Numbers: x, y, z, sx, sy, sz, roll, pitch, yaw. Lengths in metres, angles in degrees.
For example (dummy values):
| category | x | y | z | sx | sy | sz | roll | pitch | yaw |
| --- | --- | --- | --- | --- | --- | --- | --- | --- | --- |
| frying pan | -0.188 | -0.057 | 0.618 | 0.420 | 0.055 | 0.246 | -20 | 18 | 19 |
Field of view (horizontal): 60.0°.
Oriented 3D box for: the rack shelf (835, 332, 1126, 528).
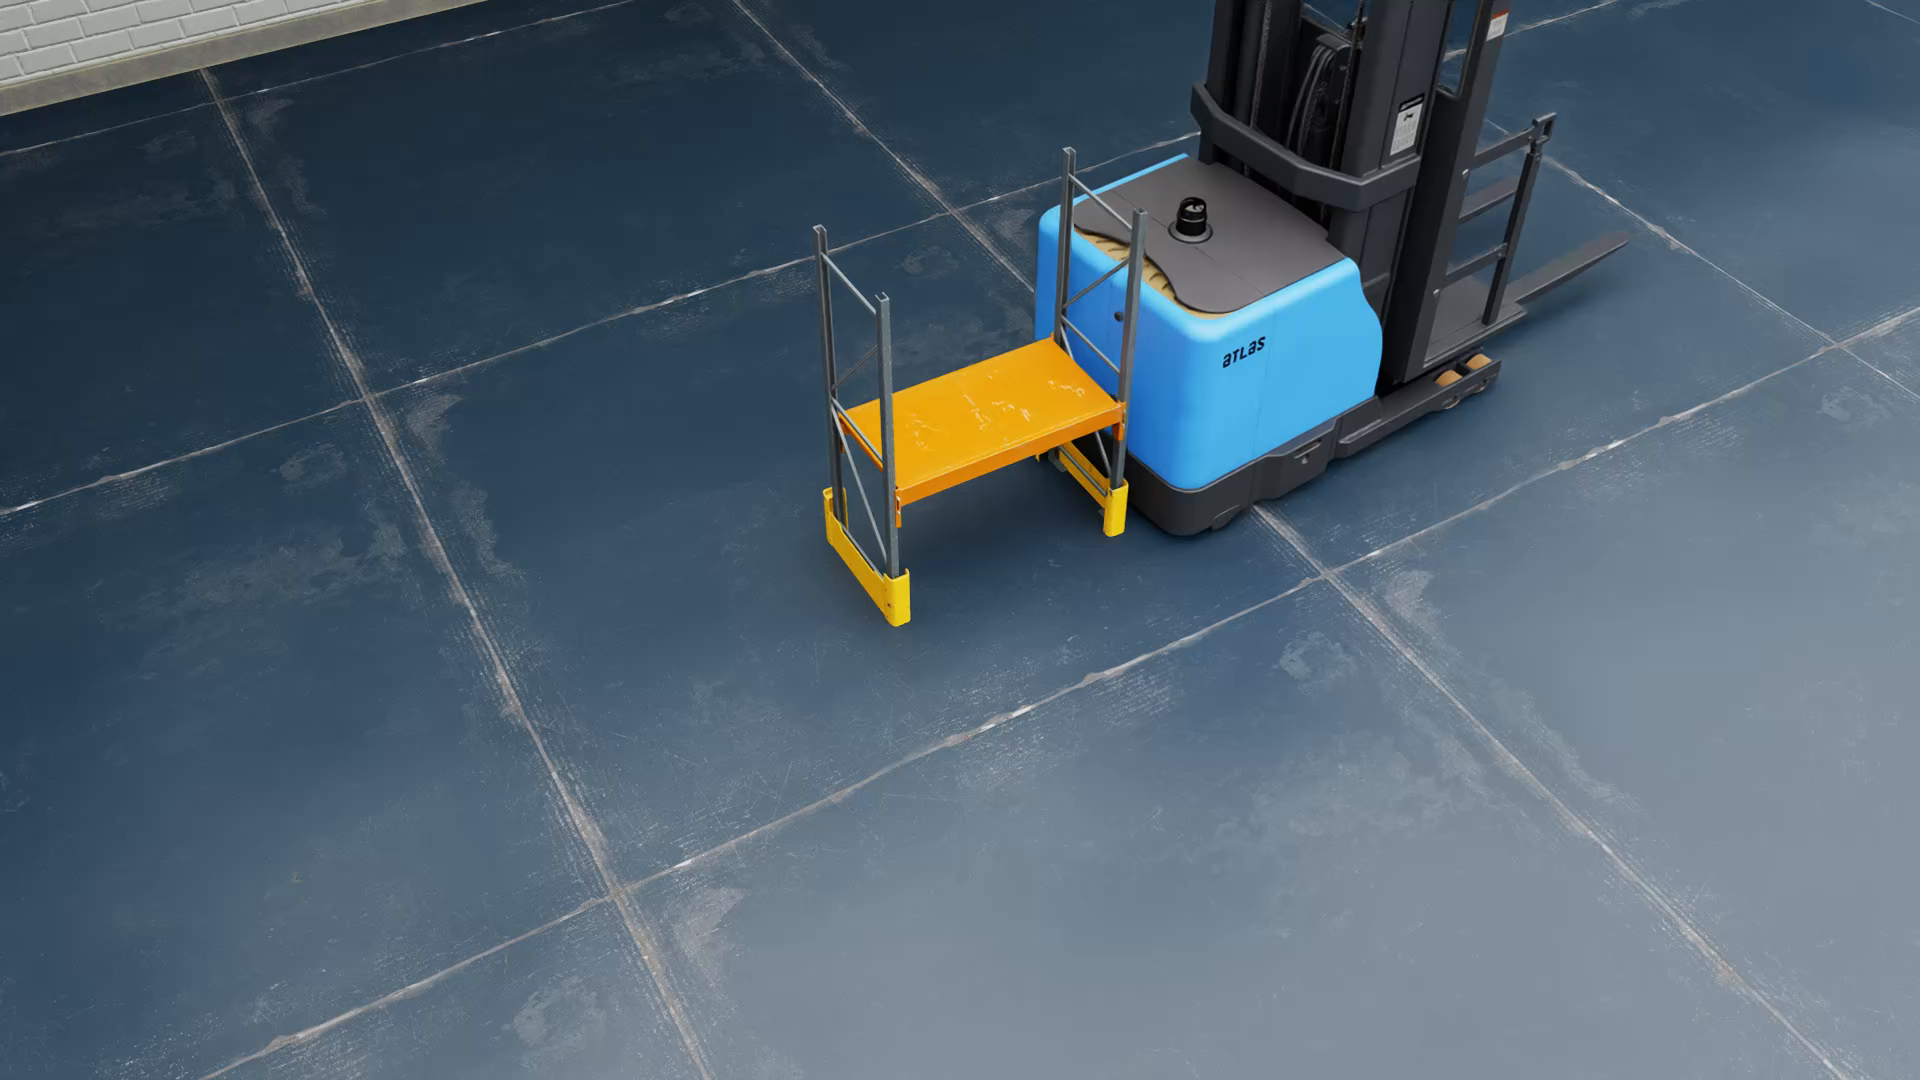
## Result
| category | x | y | z | sx | sy | sz | roll | pitch | yaw |
| --- | --- | --- | --- | --- | --- | --- | --- | --- | --- |
| rack shelf | 0.073 | -0.438 | 6.383 | 1.000 | 0.185 | 0.538 | -22 | 48 | -21 |

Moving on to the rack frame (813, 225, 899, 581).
| category | x | y | z | sx | sy | sz | roll | pitch | yaw |
| --- | --- | --- | --- | --- | --- | --- | --- | --- | --- |
| rack frame | -0.368 | -0.390 | 6.075 | 0.032 | 1.500 | 0.500 | -22 | 48 | -21 |

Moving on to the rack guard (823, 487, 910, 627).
| category | x | y | z | sx | sy | sz | roll | pitch | yaw |
| --- | --- | --- | --- | --- | --- | --- | --- | --- | --- |
| rack guard | -0.367 | 0.058 | 6.511 | 0.087 | 0.250 | 0.587 | -22 | 48 | -21 |

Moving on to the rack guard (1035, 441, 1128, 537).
| category | x | y | z | sx | sy | sz | roll | pitch | yaw |
| --- | --- | --- | --- | --- | --- | --- | --- | --- | --- |
| rack guard | 0.496 | -0.289 | 6.868 | 0.087 | 0.250 | 0.587 | -22 | 48 | -21 |

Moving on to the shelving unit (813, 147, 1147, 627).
| category | x | y | z | sx | sy | sz | roll | pitch | yaw |
| --- | --- | --- | --- | --- | --- | --- | --- | --- | --- |
| shelving unit | 0.065 | -0.564 | 6.254 | 1.083 | 1.500 | 0.587 | -22 | 48 | -21 |

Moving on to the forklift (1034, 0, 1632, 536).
| category | x | y | z | sx | sy | sz | roll | pitch | yaw |
| --- | --- | --- | --- | --- | --- | --- | --- | --- | --- |
| forklift | 1.785 | -1.904 | 6.607 | 3.031 | 2.935 | 1.130 | -27 | 50 | -25 |

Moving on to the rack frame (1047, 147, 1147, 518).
| category | x | y | z | sx | sy | sz | roll | pitch | yaw |
| --- | --- | --- | --- | --- | --- | --- | --- | --- | --- |
| rack frame | 0.513 | -0.744 | 6.440 | 0.032 | 1.500 | 0.500 | -22 | 48 | -21 |
